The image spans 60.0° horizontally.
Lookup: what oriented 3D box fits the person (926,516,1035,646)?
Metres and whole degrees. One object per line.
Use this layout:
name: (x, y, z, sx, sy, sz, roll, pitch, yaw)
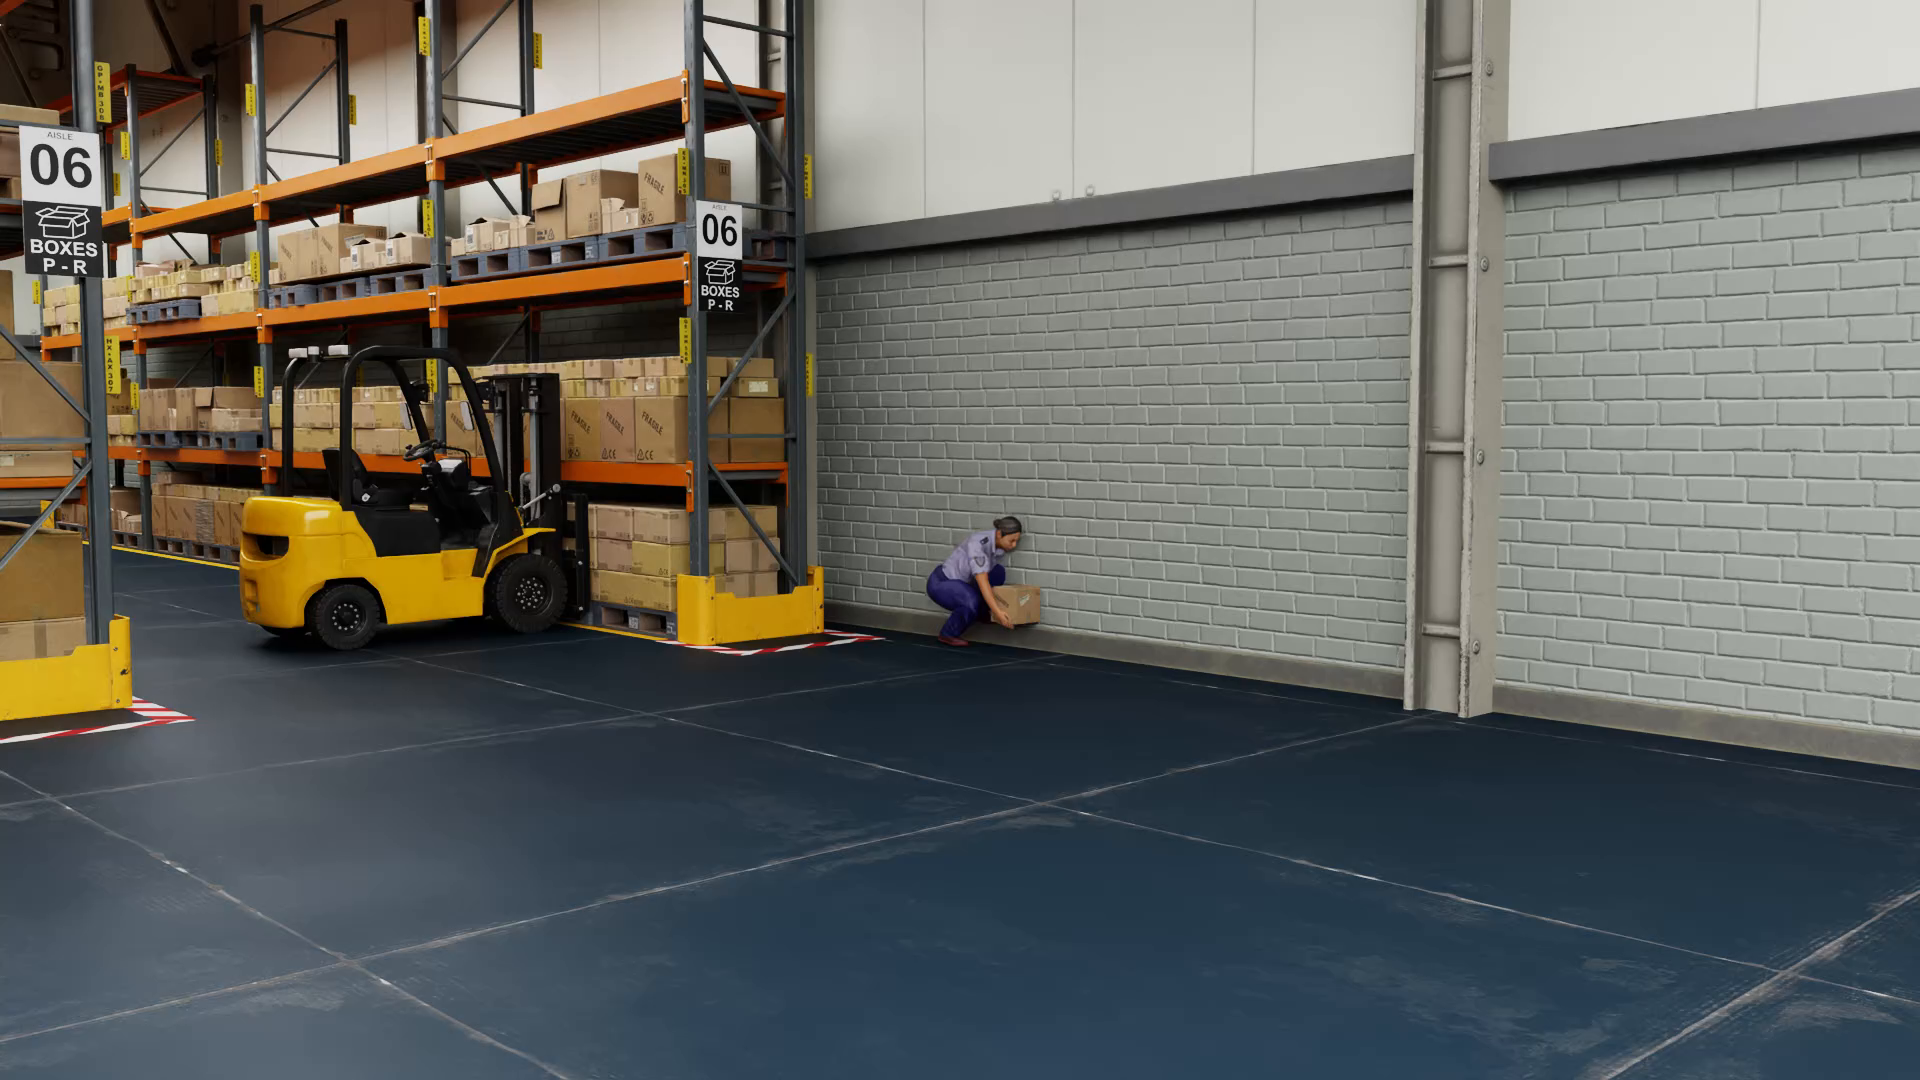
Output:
person: (0.160, 0.294, 12.014, 0.527, 0.951, 0.850, -4, 6, -44)
